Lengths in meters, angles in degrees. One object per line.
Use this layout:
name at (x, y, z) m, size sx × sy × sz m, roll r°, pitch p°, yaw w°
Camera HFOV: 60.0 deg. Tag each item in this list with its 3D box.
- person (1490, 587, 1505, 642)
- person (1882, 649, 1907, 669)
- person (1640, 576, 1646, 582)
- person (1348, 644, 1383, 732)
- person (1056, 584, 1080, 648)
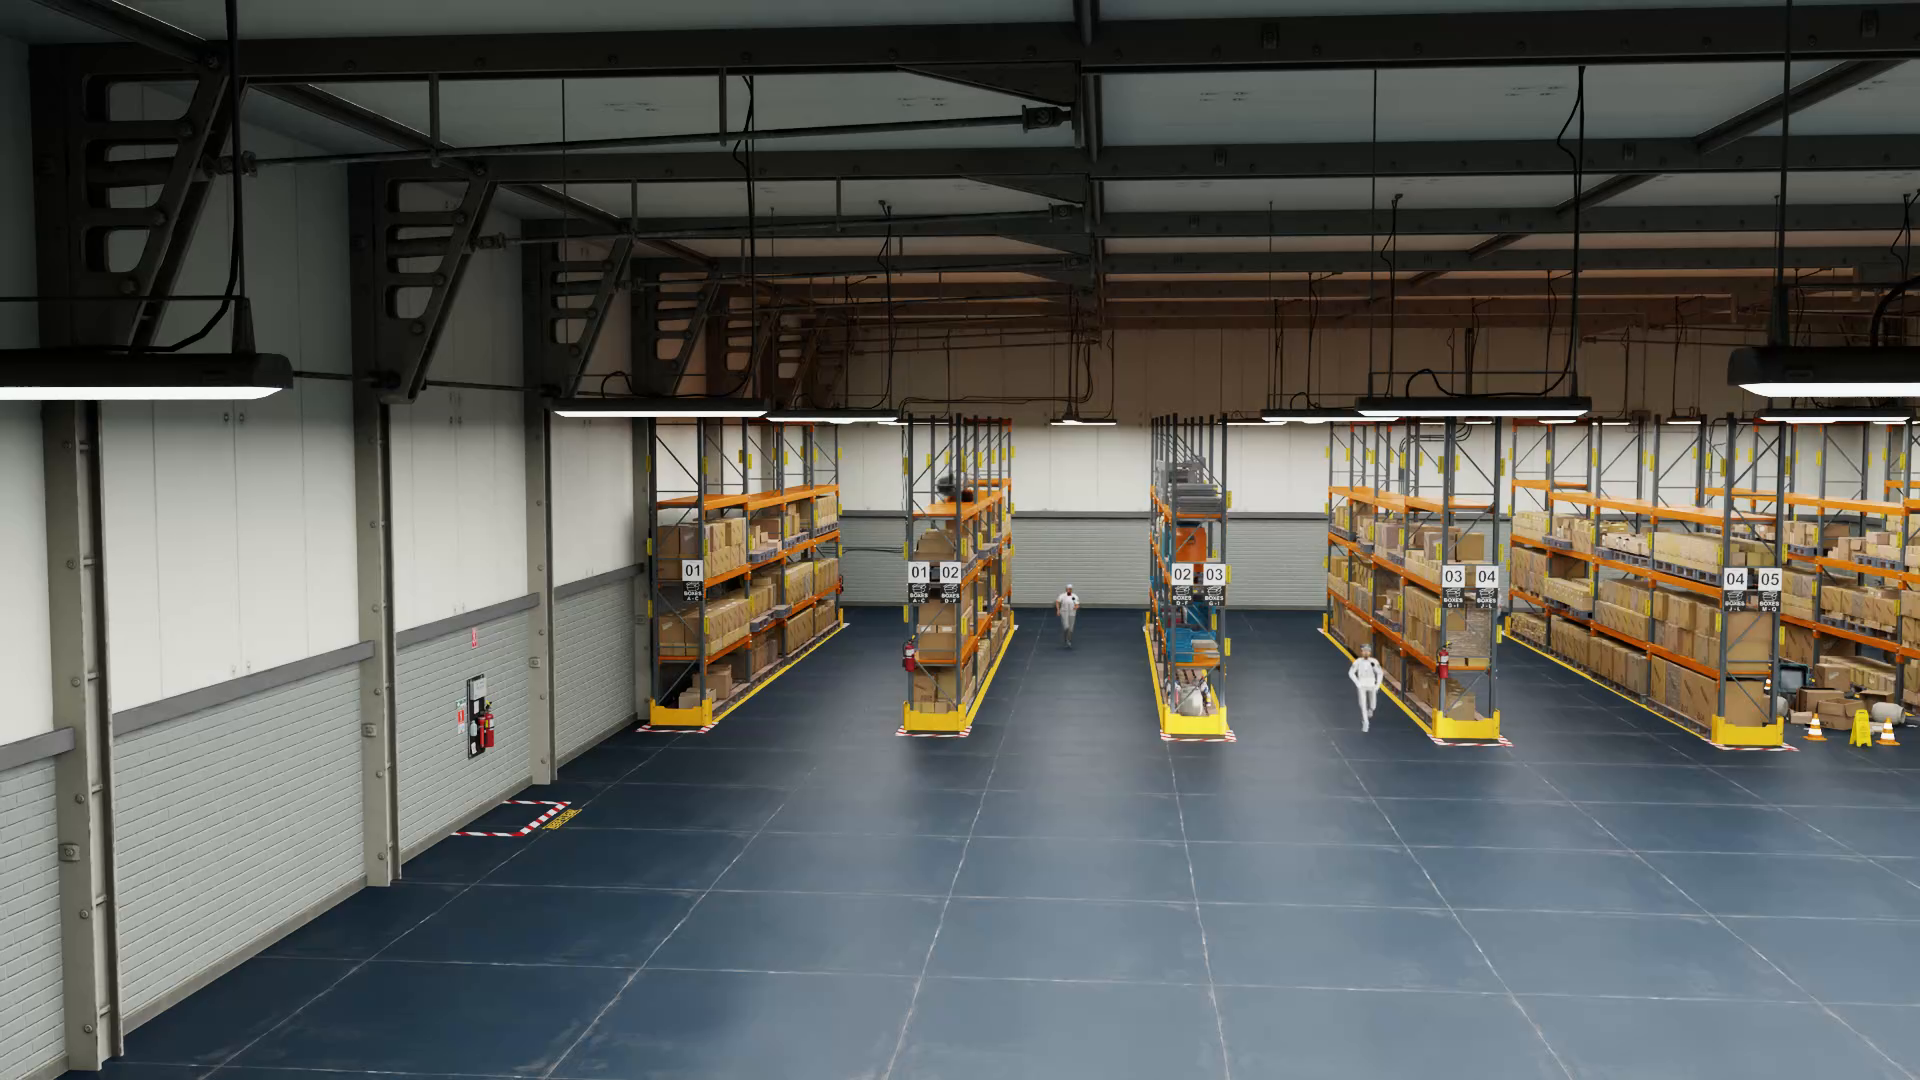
person at (13.735, 1.960, 42.944) m, size 0.610 × 1.756 × 0.824 m, roll 0°, pitch 4°, yaw -2°
person at (21.869, 2.228, 38.840) m, size 0.708 × 1.856 × 0.840 m, roll 0°, pitch 4°, yaw 0°
person at (19.296, 1.709, 46.991) m, size 0.662 × 1.739 × 0.716 m, roll 1°, pitch 4°, yaw 14°
person at (7.720, 2.783, 31.636) m, size 0.644 × 1.659 × 0.611 m, roll 1°, pitch 4°, yaw 8°
person at (2.823, 1.986, 43.343) m, size 0.572 × 1.672 × 0.764 m, roll -1°, pitch 4°, yaw -11°
